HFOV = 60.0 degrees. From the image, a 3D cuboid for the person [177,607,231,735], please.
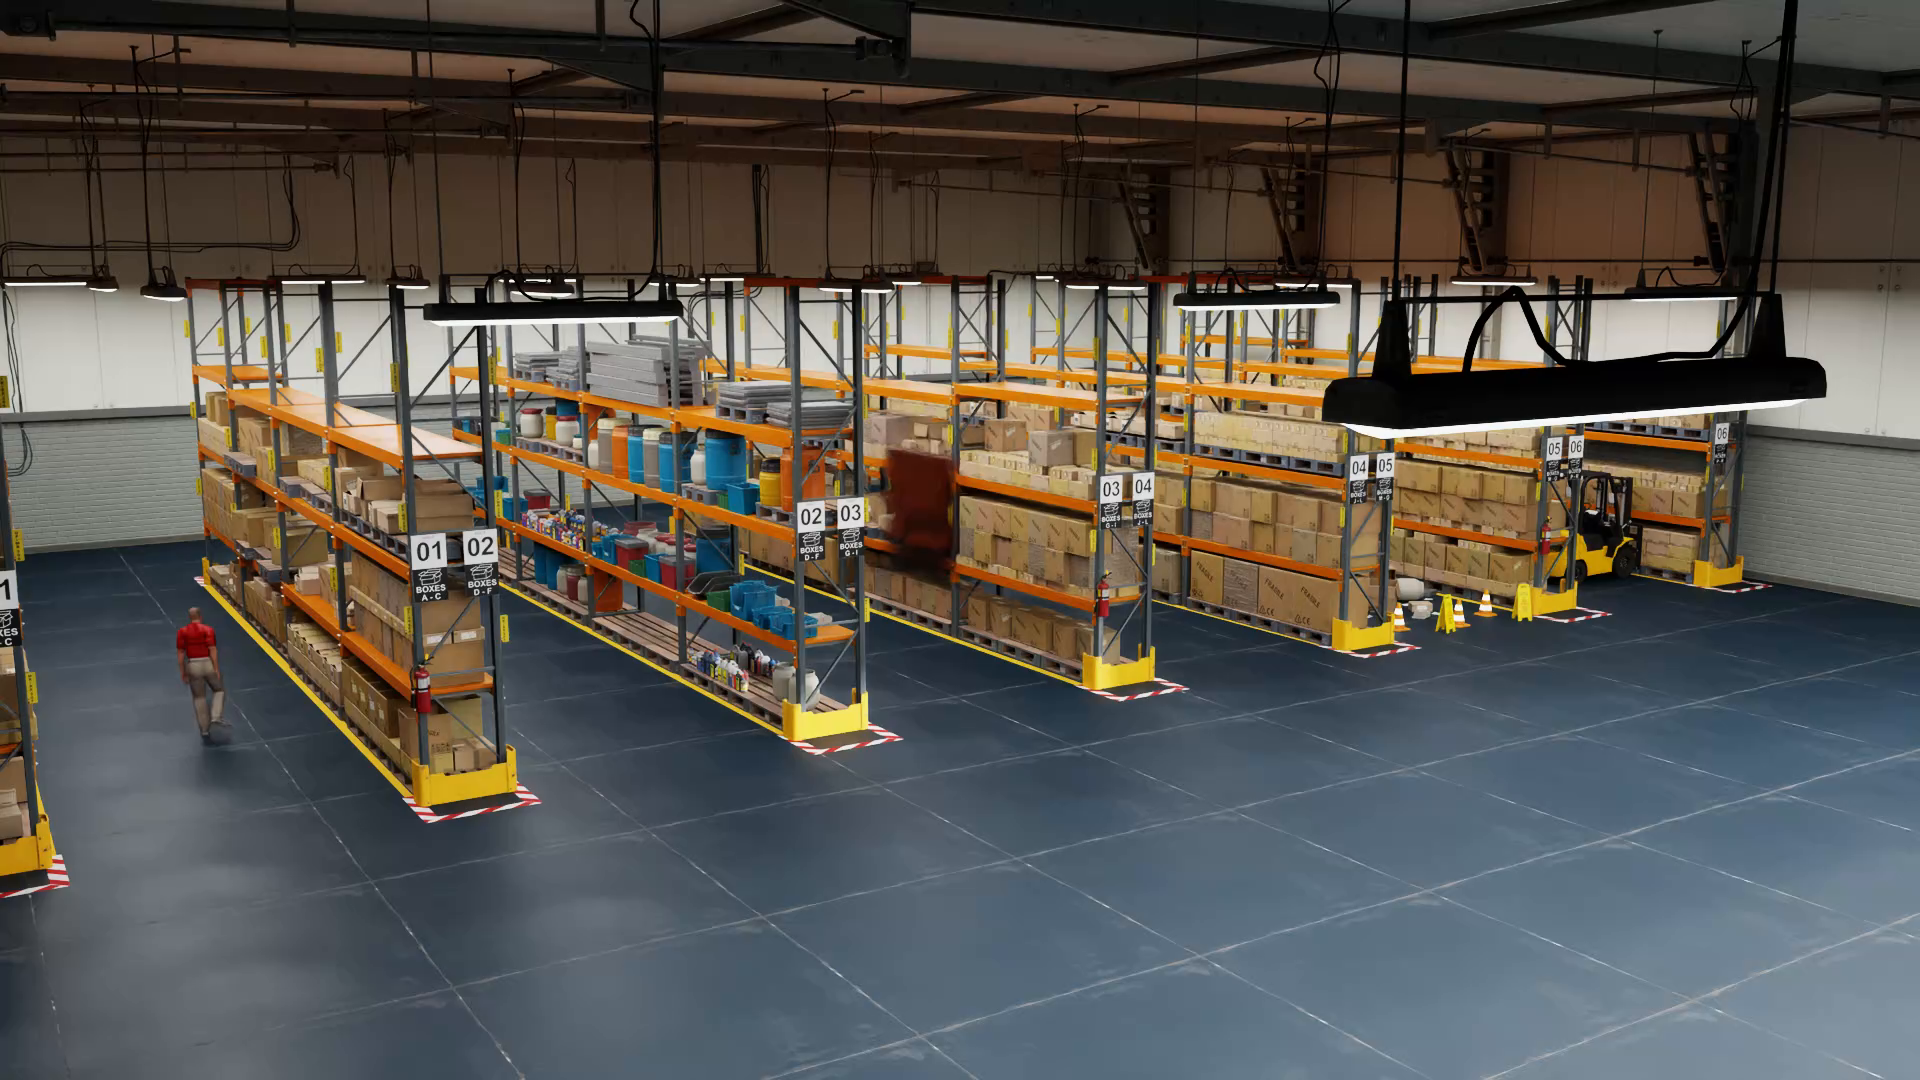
[{"bbox_3d":[-10.173,1.761,22.342,0.596,1.715,0.500,-4,10,-22],"label":"person"}]
